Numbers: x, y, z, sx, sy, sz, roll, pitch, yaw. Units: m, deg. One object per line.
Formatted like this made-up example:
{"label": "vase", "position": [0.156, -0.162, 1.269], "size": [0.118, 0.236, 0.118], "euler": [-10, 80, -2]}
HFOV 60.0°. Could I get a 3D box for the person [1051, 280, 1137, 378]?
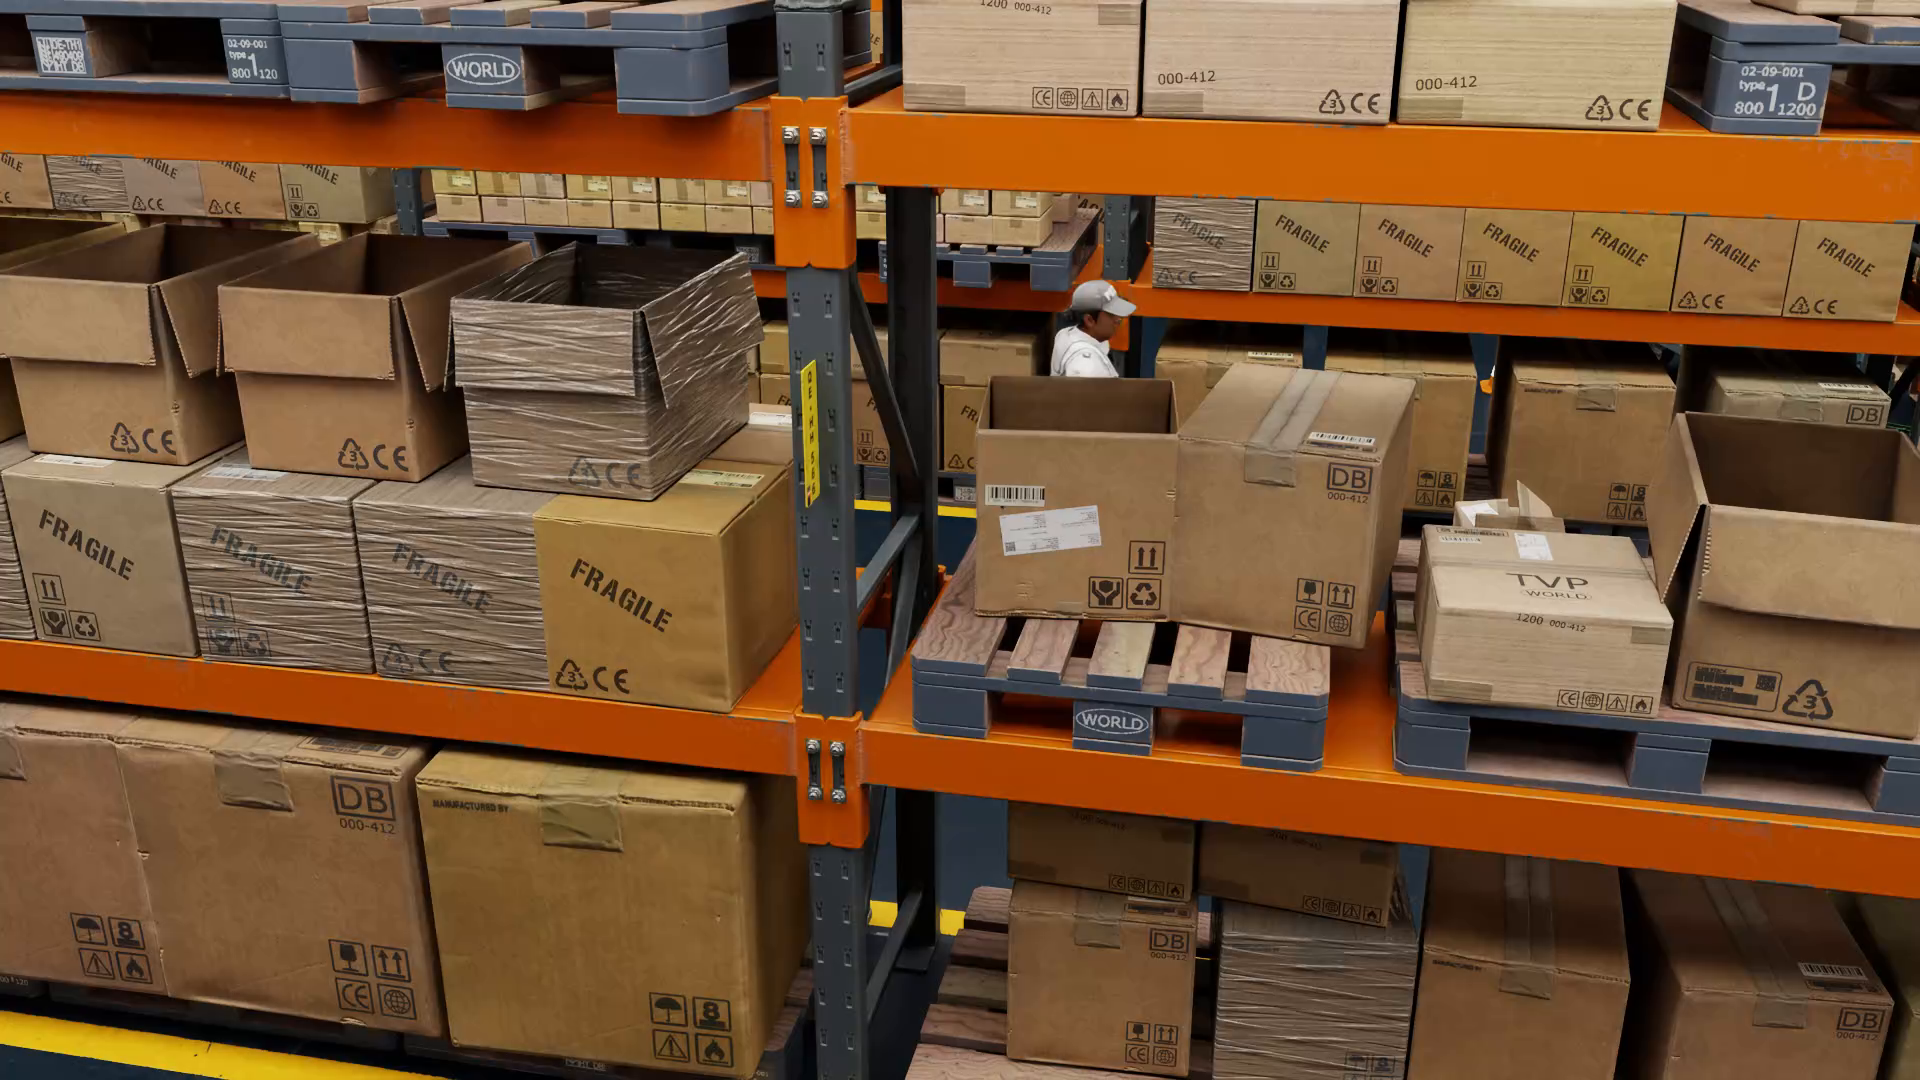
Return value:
{"label": "person", "position": [0.504, -0.361, 7.472], "size": [0.512, 1.656, 0.549], "euler": [0, 22, 0]}
